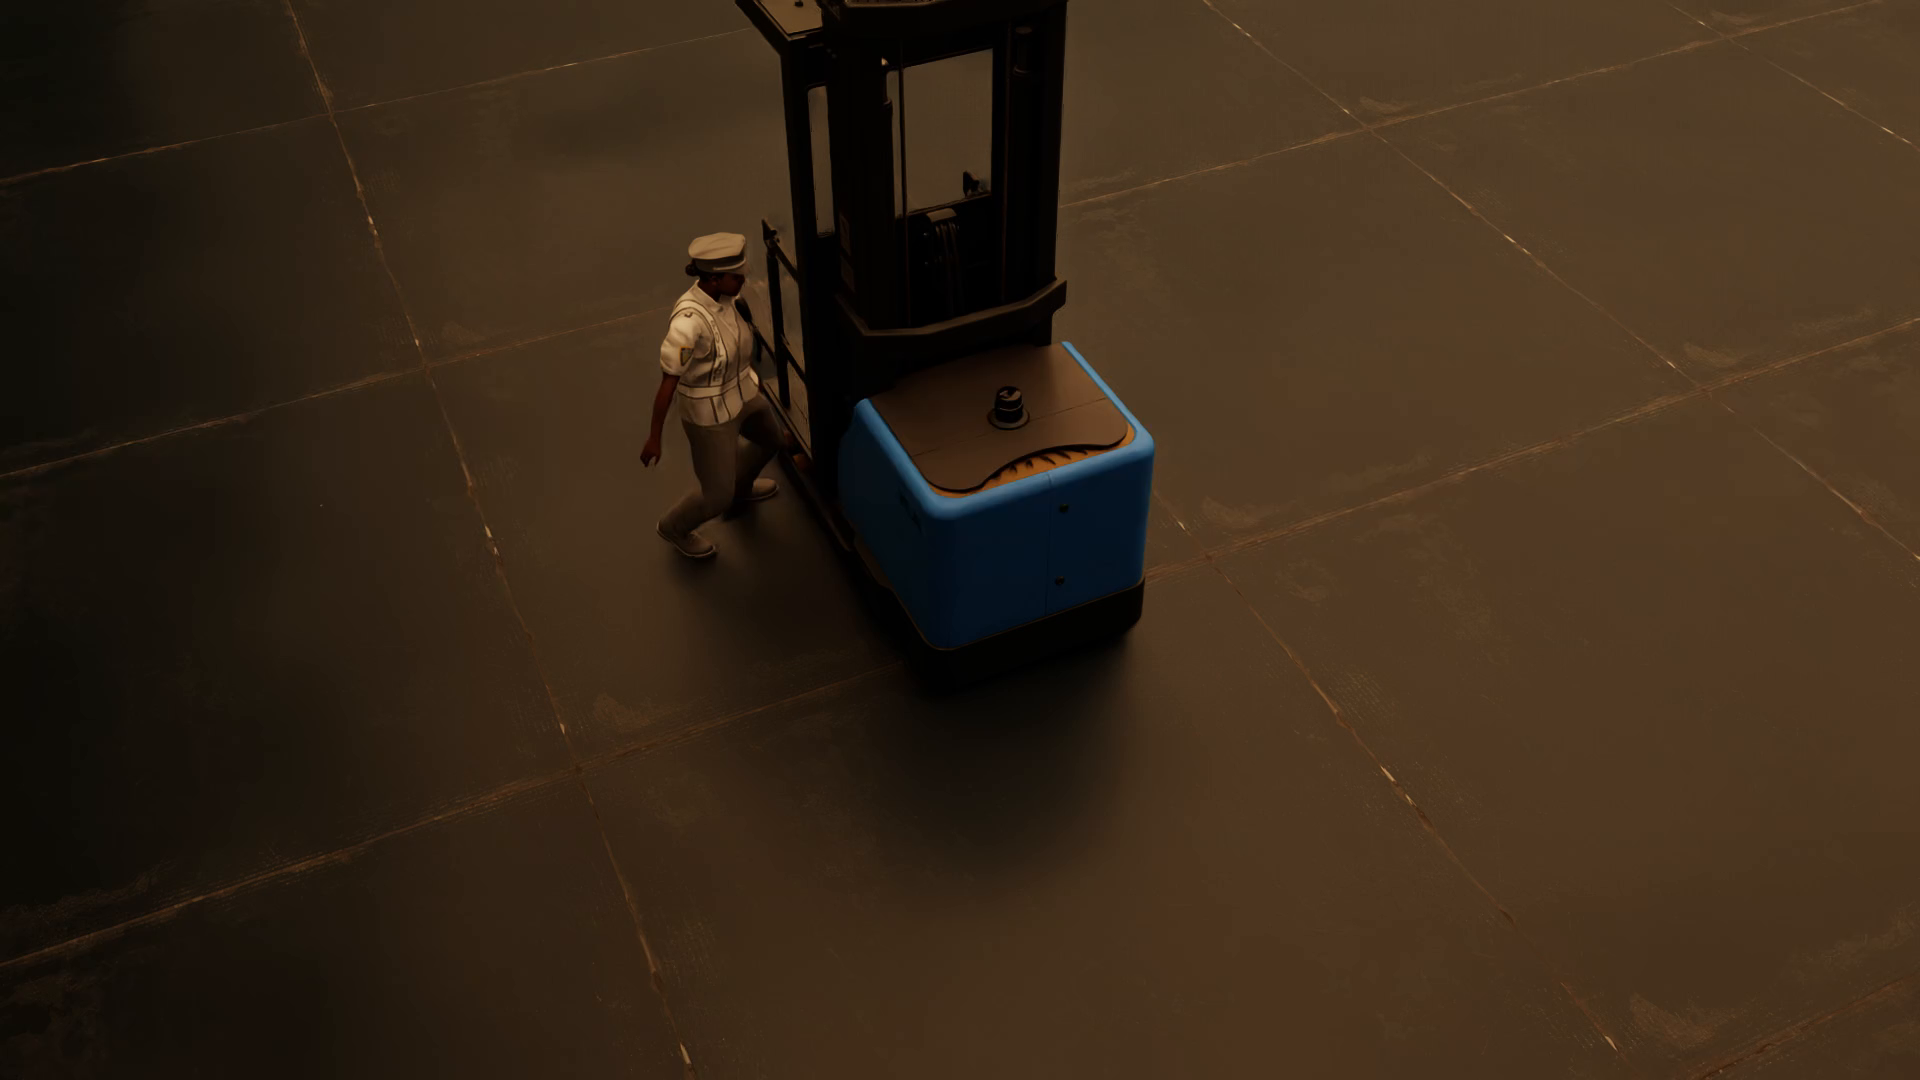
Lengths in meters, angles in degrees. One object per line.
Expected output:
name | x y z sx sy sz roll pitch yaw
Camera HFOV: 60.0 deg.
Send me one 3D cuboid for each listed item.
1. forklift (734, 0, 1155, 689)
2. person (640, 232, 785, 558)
forklift | -0.281 -1.450 7.233 1.130 2.935 3.031 -18 46 -18
person | -1.136 -0.611 7.331 0.466 1.592 0.818 18 46 19
